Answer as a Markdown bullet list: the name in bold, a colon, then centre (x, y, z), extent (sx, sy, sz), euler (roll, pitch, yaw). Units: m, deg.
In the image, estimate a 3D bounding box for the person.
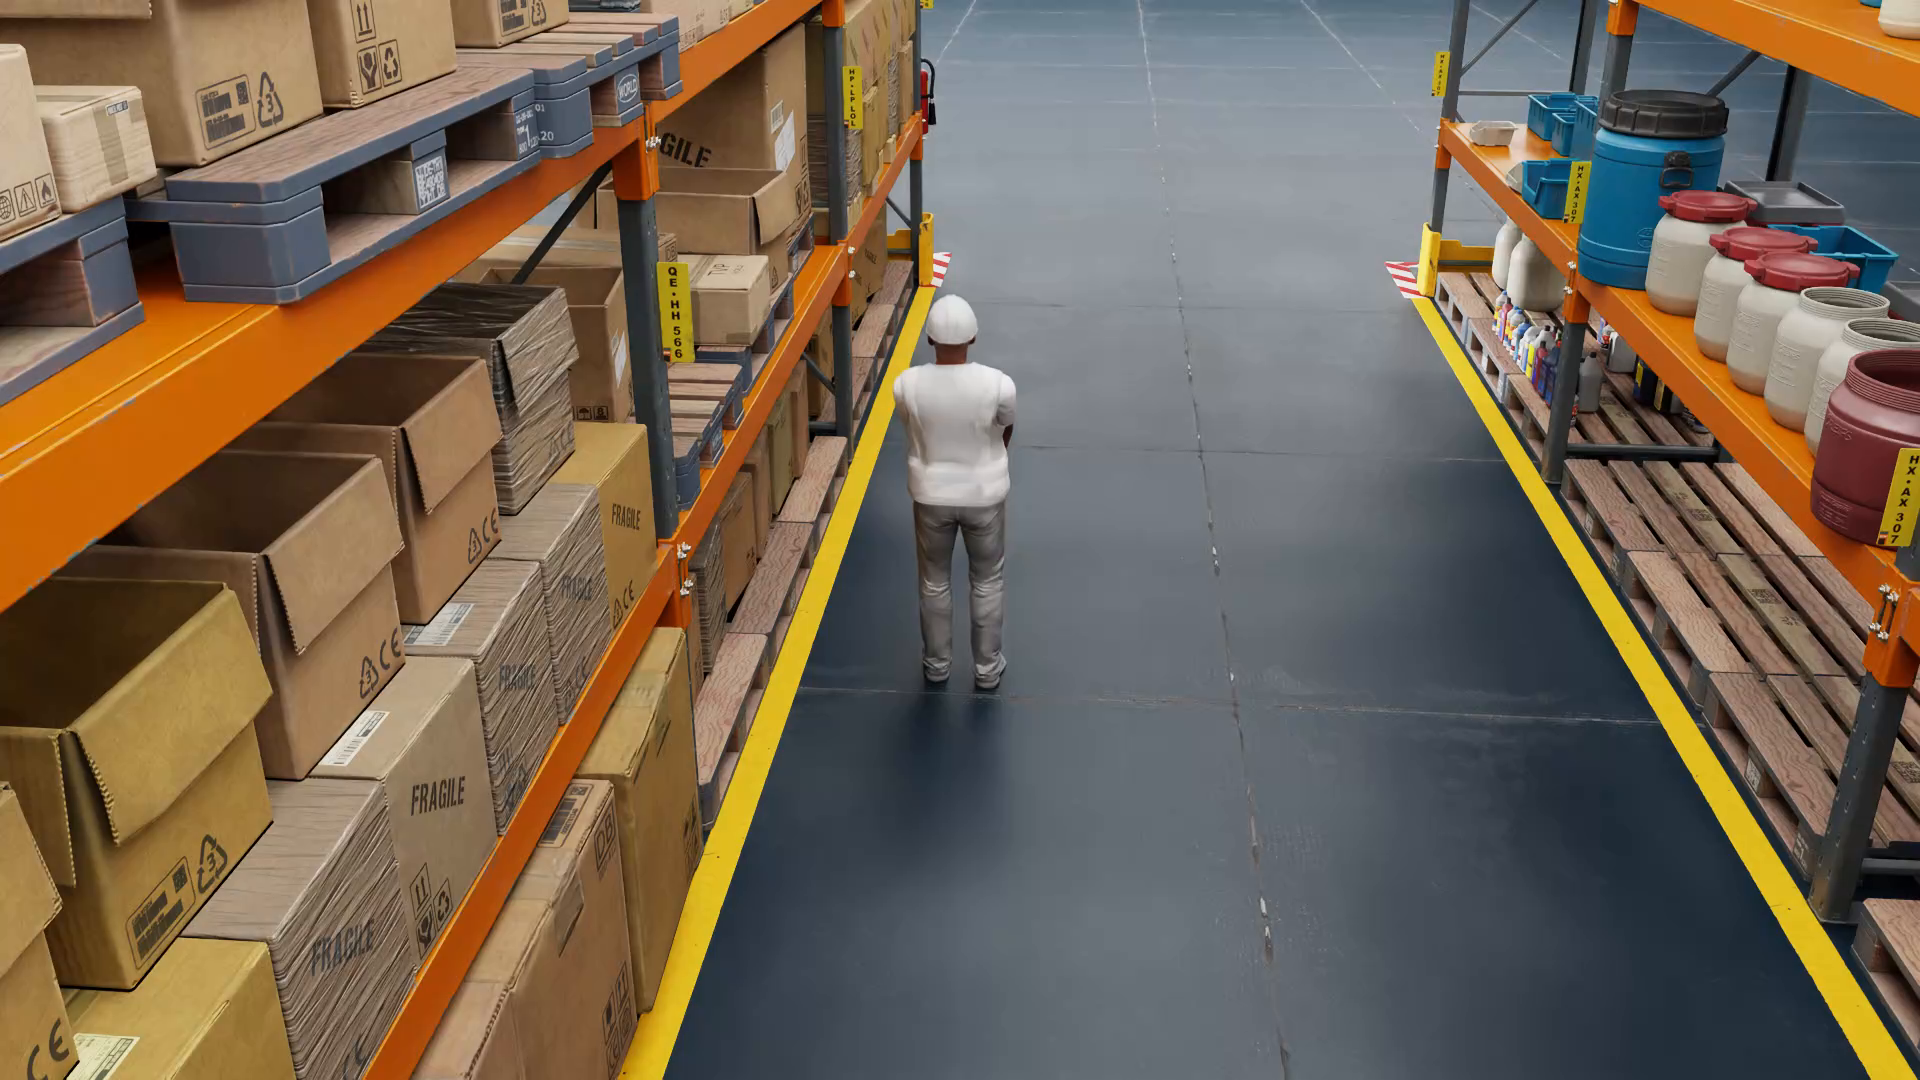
- **person**: centre (-0.011, -0.229, 7.089), extent (0.502, 1.761, 0.587), euler (2, 24, 4)
